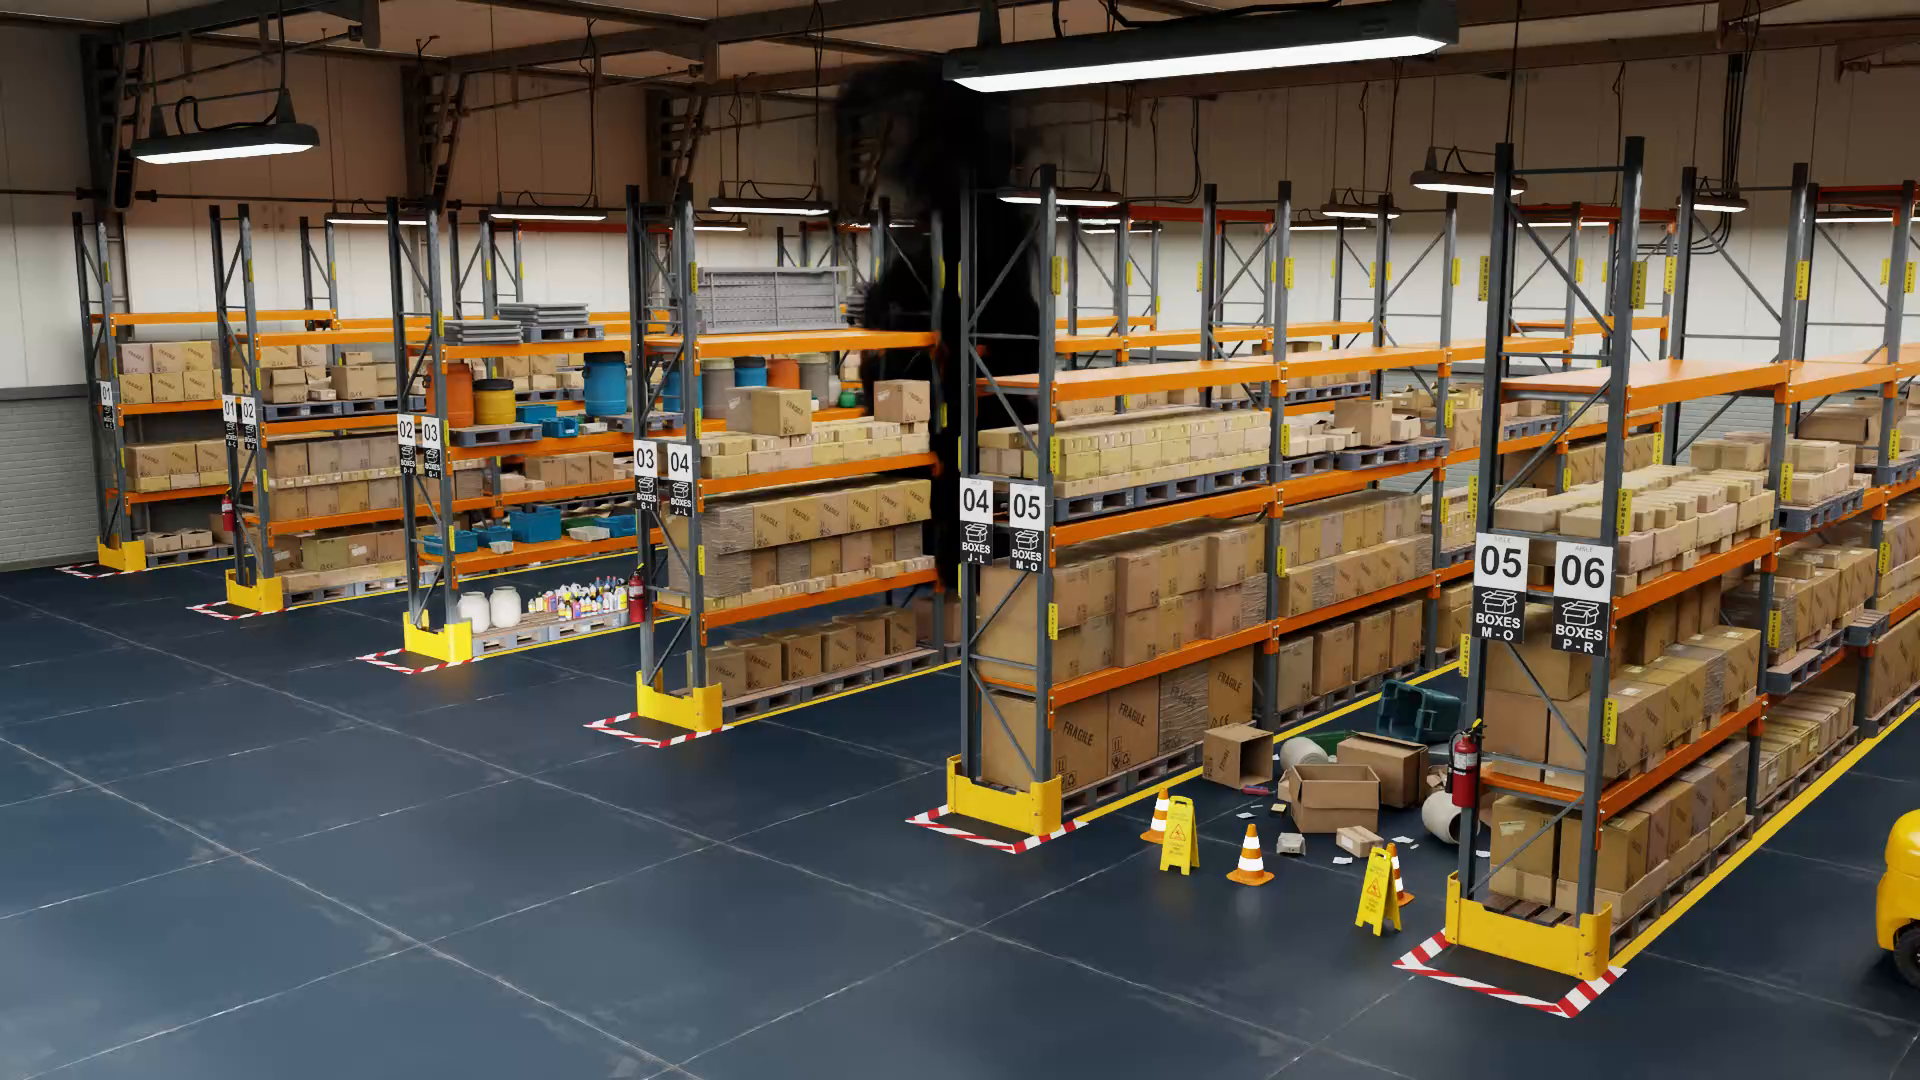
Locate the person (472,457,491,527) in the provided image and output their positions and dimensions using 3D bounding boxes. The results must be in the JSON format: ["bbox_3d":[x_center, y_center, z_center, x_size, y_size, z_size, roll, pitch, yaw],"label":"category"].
[{"bbox_3d":[-8.860,-0.762,30.643,0.639,1.685,0.651,6,11,30],"label":"person"}]
